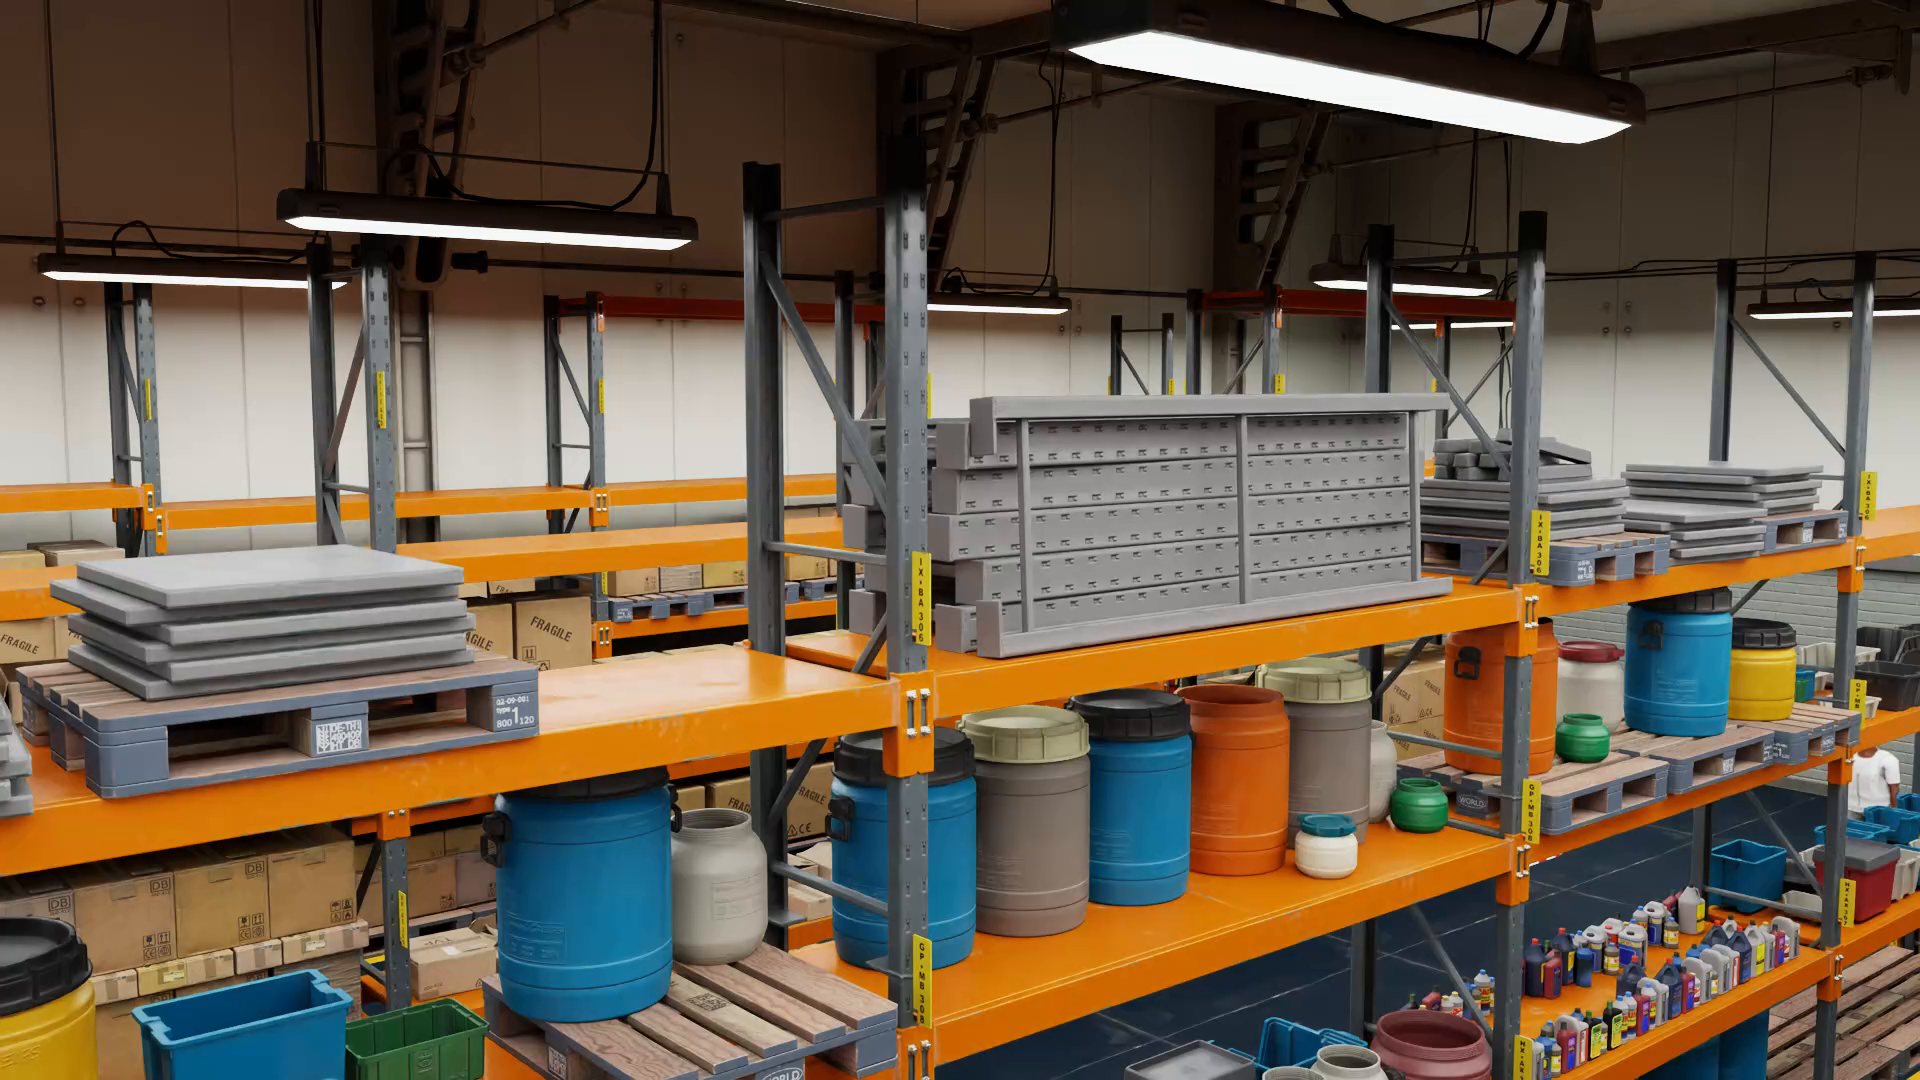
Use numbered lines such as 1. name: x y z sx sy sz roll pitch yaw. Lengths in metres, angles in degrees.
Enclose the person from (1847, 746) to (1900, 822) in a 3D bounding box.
1. person: 9.003 2.695 16.495 0.485 1.768 0.649 -4 7 -37
